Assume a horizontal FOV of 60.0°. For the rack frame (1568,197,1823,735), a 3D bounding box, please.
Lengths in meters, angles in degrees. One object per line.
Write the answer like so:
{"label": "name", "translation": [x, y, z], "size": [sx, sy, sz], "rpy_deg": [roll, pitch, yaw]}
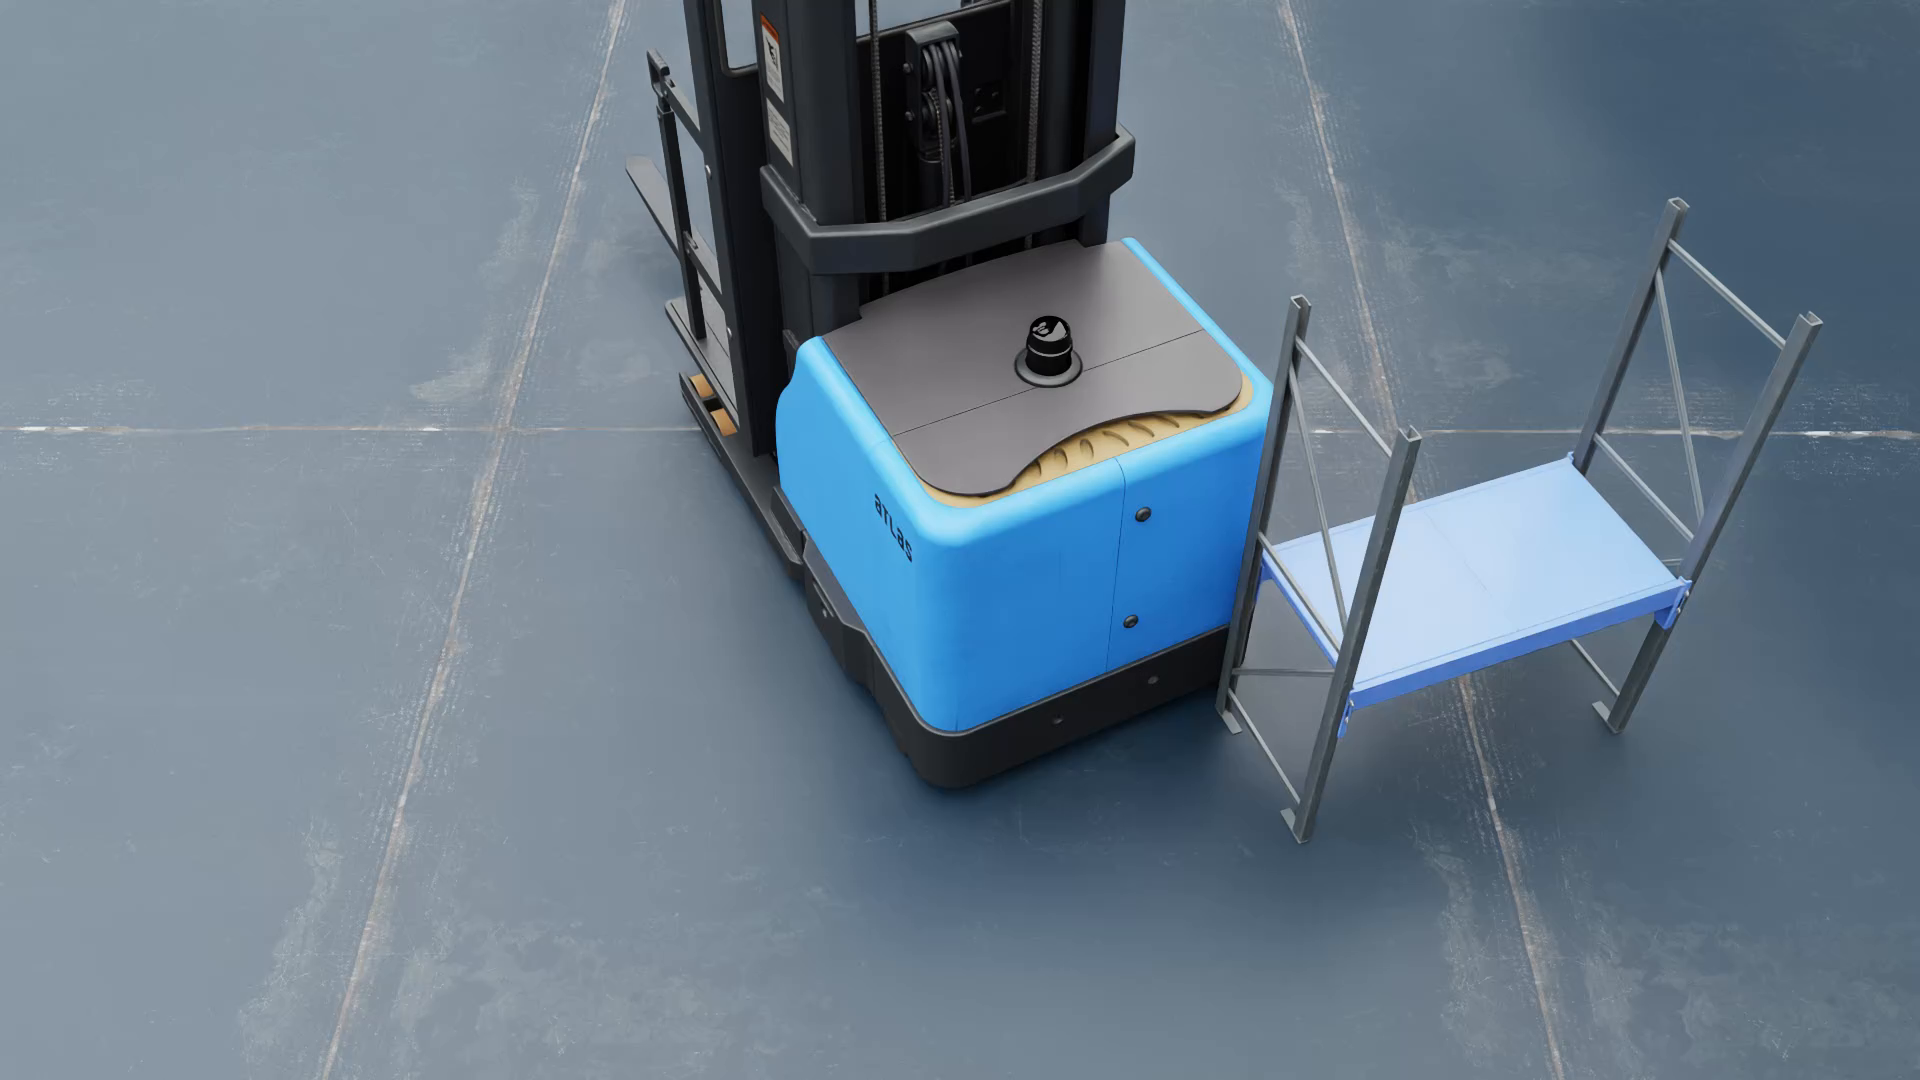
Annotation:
{"label": "rack frame", "translation": [1.788, -0.132, 4.348], "size": [0.032, 1.500, 0.500], "rpy_deg": [-16, 49, -14]}

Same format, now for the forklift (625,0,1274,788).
{"label": "forklift", "translation": [-0.283, -1.409, 4.559], "size": [1.130, 2.935, 3.031], "rpy_deg": [-20, 50, -18]}

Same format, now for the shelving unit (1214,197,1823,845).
{"label": "shelving unit", "translation": [1.314, 0.002, 4.223], "size": [1.048, 1.500, 0.538], "rpy_deg": [-16, 49, -14]}

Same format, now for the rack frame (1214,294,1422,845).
{"label": "rack frame", "translation": [0.840, 0.137, 4.098], "size": [0.032, 1.500, 0.500], "rpy_deg": [-16, 49, -14]}

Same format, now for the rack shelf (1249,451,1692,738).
{"label": "rack shelf", "translation": [1.314, 0.125, 4.355], "size": [1.000, 0.185, 0.538], "rpy_deg": [-16, 49, -14]}
